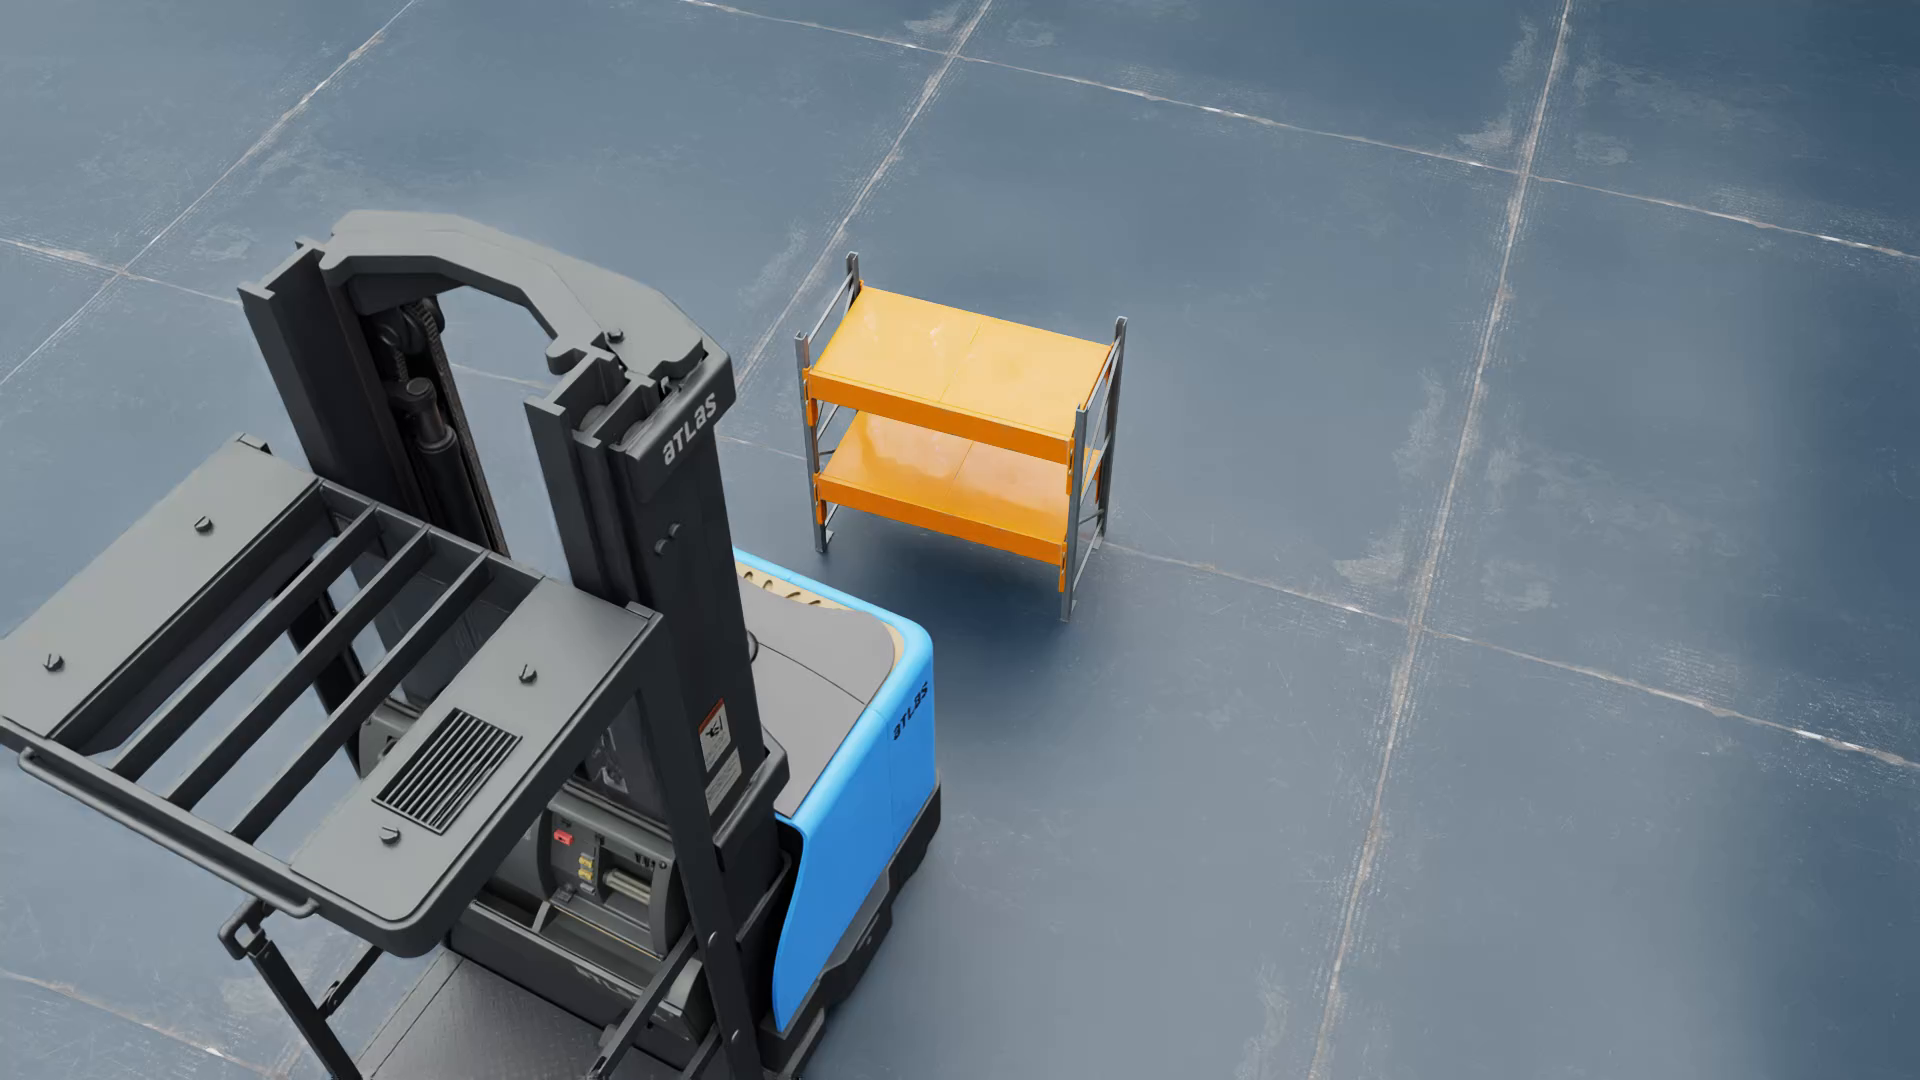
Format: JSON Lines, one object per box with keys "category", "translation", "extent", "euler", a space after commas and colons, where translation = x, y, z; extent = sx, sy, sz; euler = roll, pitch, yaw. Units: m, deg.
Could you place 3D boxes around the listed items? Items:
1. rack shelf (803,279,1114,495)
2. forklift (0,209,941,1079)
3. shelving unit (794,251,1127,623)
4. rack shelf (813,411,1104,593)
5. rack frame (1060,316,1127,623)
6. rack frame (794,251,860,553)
{"category": "rack shelf", "translation": [0.006, -0.558, 5.969], "extent": [1.000, 0.278, 0.538], "euler": [16, 51, 13]}
{"category": "forklift", "translation": [-1.191, 0.834, 3.955], "extent": [1.130, 2.935, 3.031], "euler": [21, 52, 18]}
{"category": "shelving unit", "translation": [0.006, -0.367, 6.190], "extent": [1.048, 1.125, 0.538], "euler": [16, 51, 13]}
{"category": "rack shelf", "translation": [0.006, -0.206, 6.375], "extent": [1.000, 0.278, 0.538], "euler": [16, 51, 13]}
{"category": "rack frame", "translation": [0.483, -0.234, 6.075], "extent": [0.032, 1.125, 0.500], "euler": [16, 51, 13]}
{"category": "rack frame", "translation": [-0.471, -0.500, 6.305], "extent": [0.032, 1.125, 0.500], "euler": [16, 51, 13]}
